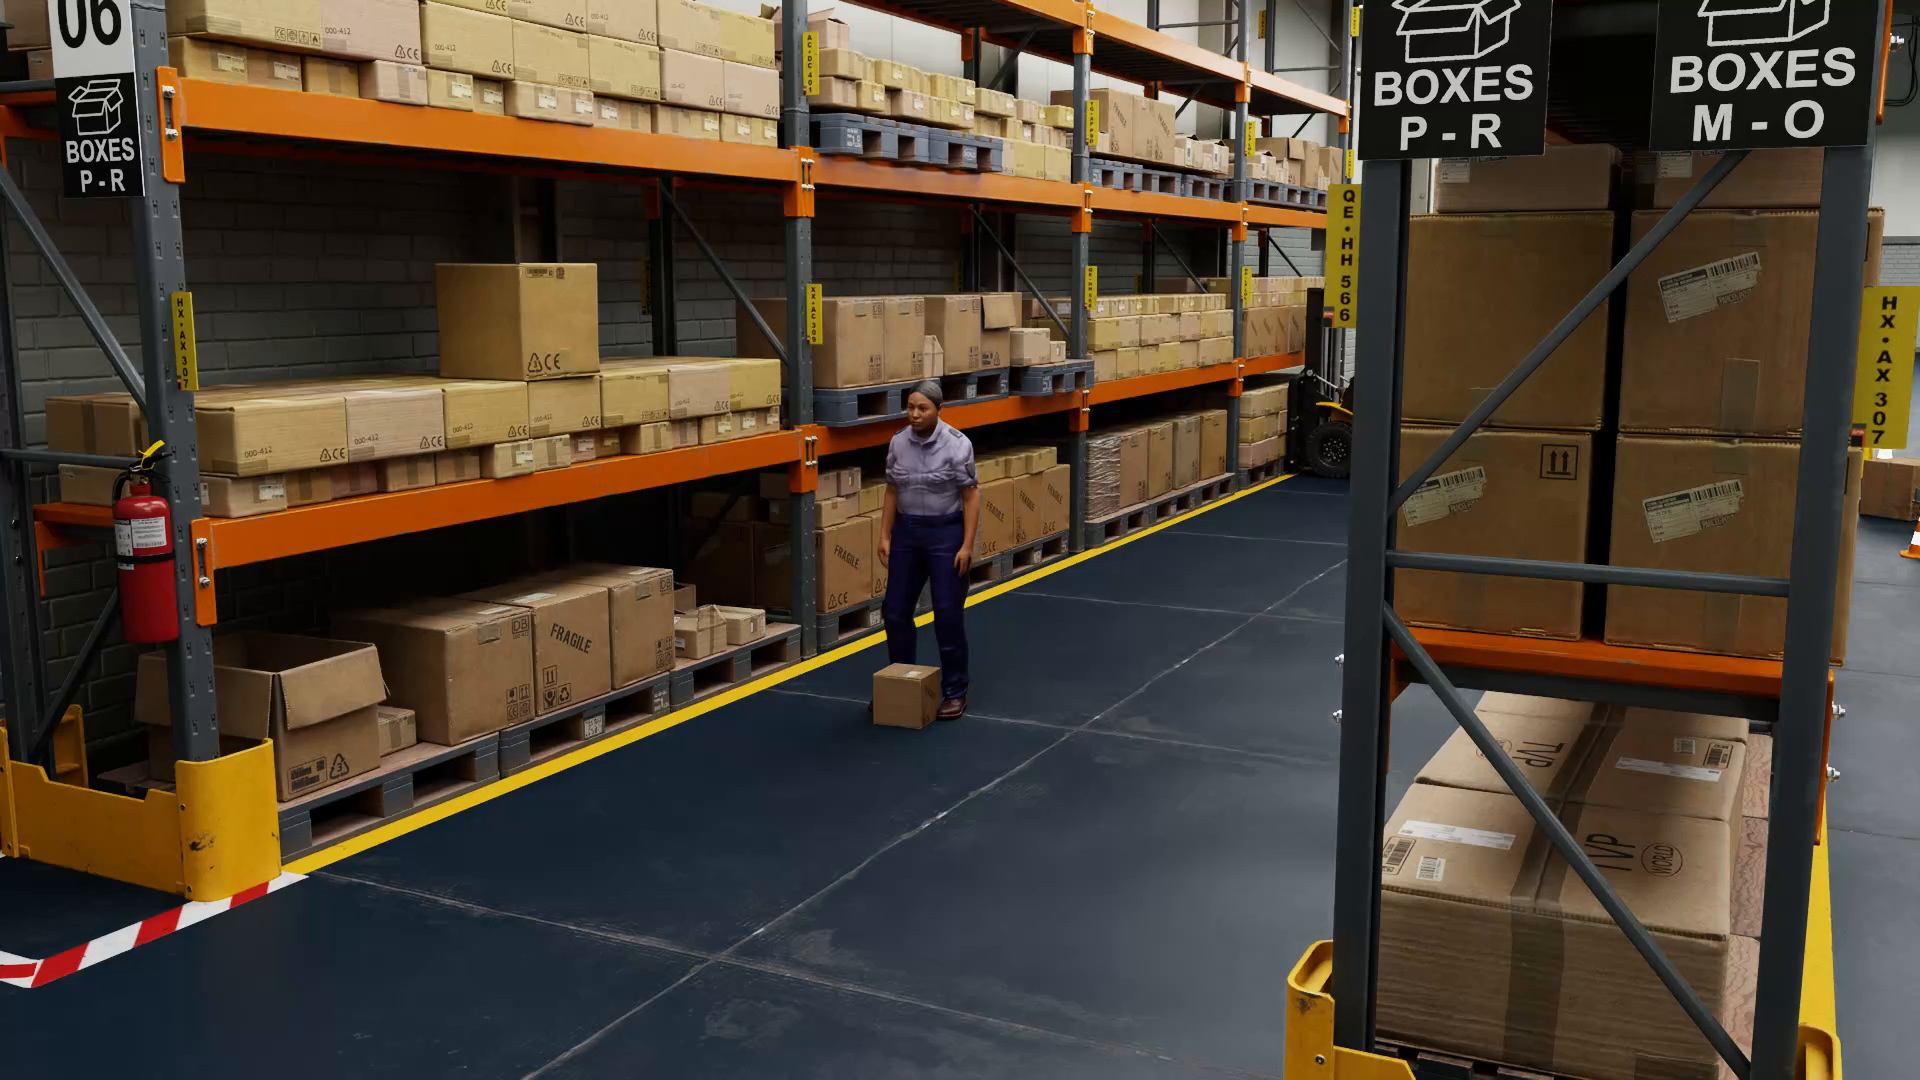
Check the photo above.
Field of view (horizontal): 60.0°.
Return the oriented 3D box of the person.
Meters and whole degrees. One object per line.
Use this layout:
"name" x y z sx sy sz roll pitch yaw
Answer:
"person" -0.159 0.040 8.194 0.538 1.638 0.371 5 10 26
